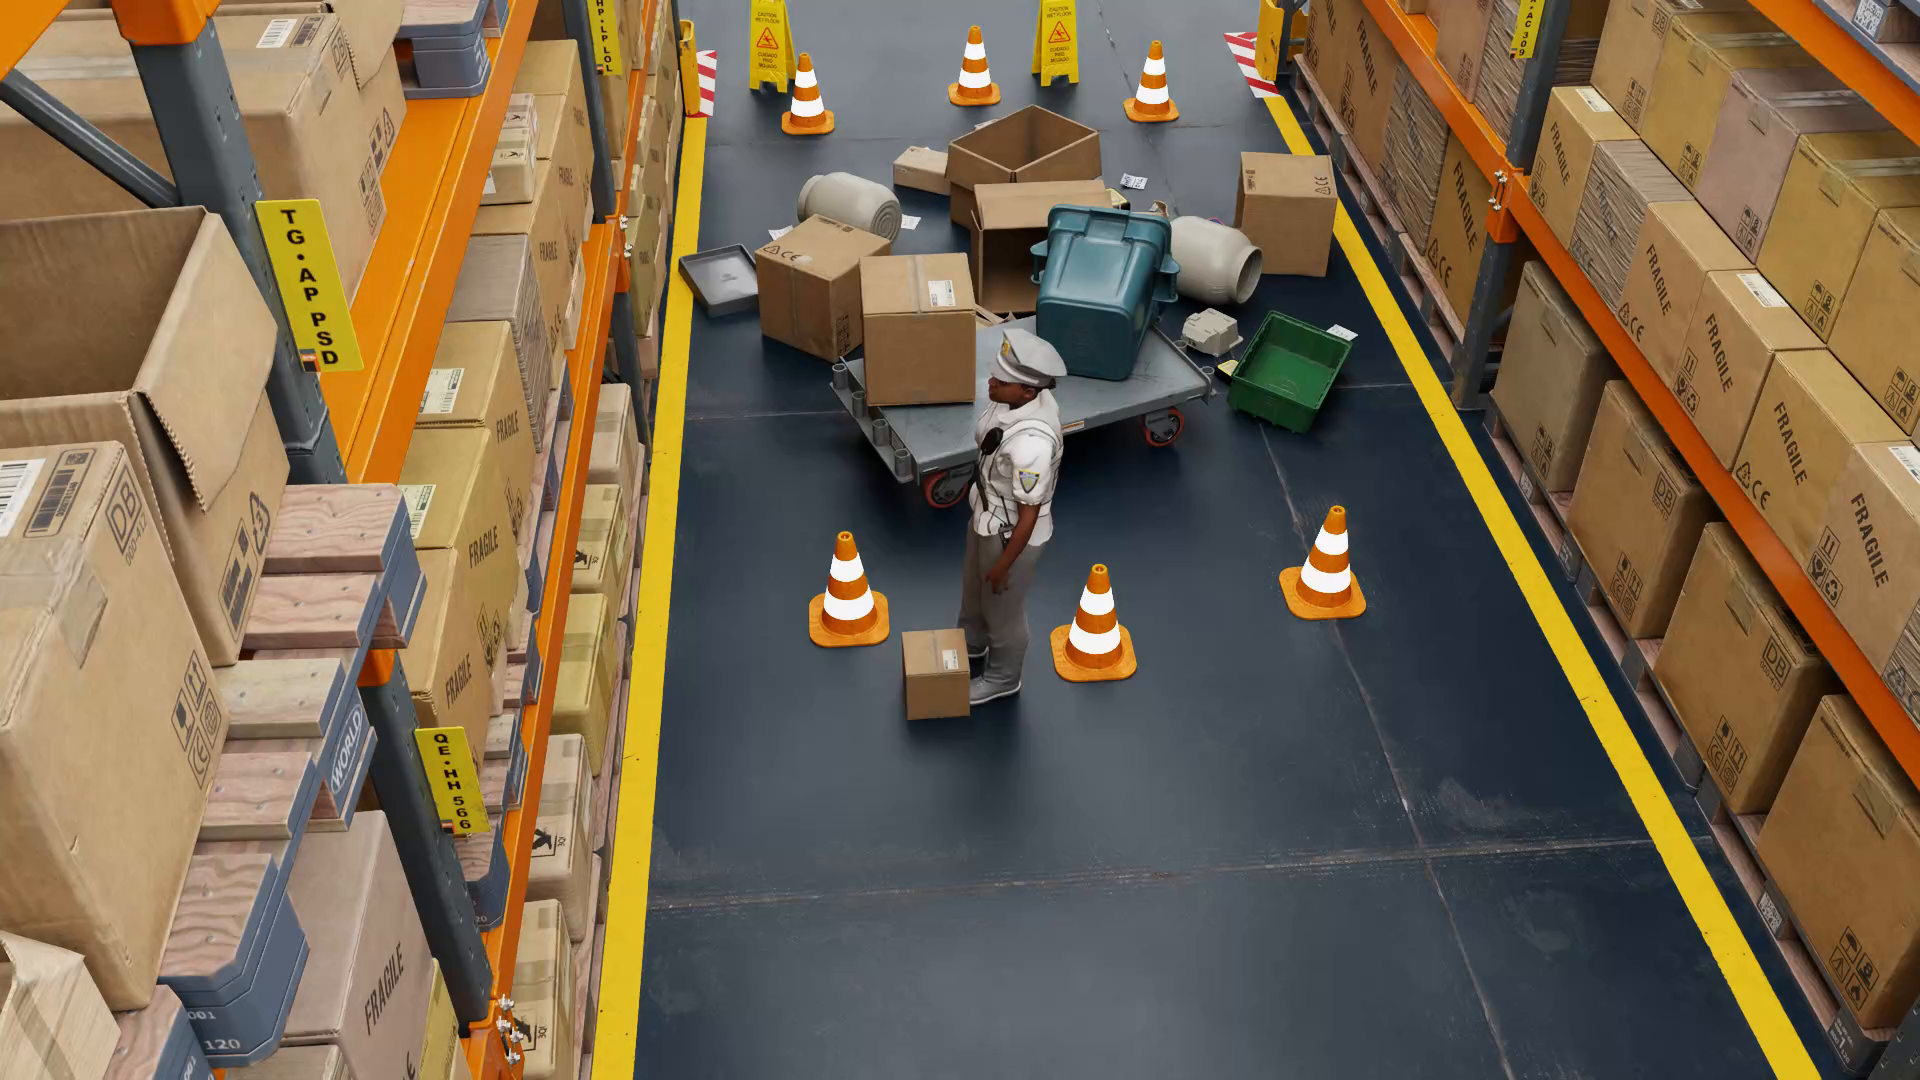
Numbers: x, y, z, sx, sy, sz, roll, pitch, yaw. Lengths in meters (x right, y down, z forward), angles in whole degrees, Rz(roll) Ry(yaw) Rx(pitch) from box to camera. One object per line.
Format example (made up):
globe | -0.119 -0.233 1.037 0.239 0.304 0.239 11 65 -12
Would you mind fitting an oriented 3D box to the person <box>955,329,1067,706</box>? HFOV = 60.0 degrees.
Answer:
person | 0.103 -0.064 6.194 0.528 1.694 0.570 -3 39 -4
